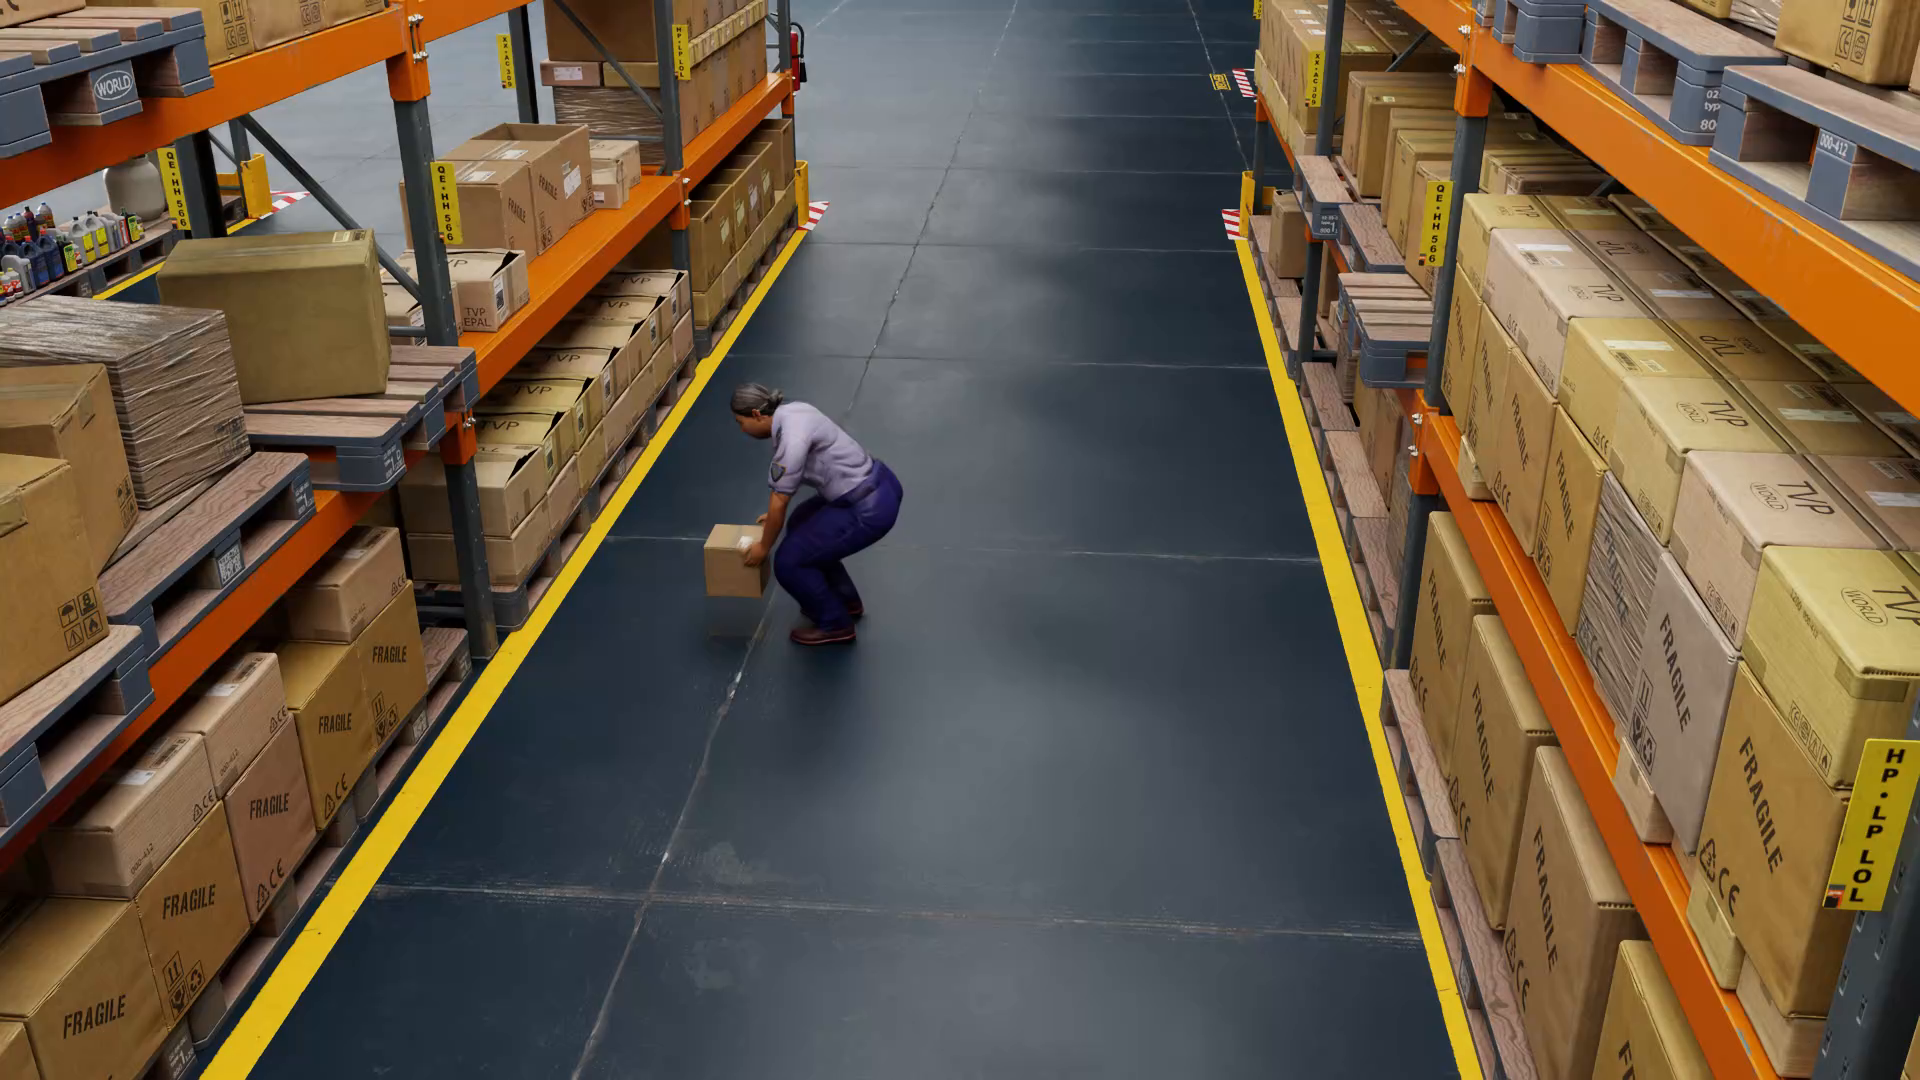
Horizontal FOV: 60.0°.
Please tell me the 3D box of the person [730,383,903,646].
[{"bbox_3d":[-0.632,-0.129,7.446,0.736,1.202,0.537,2,25,4],"label":"person"}]
